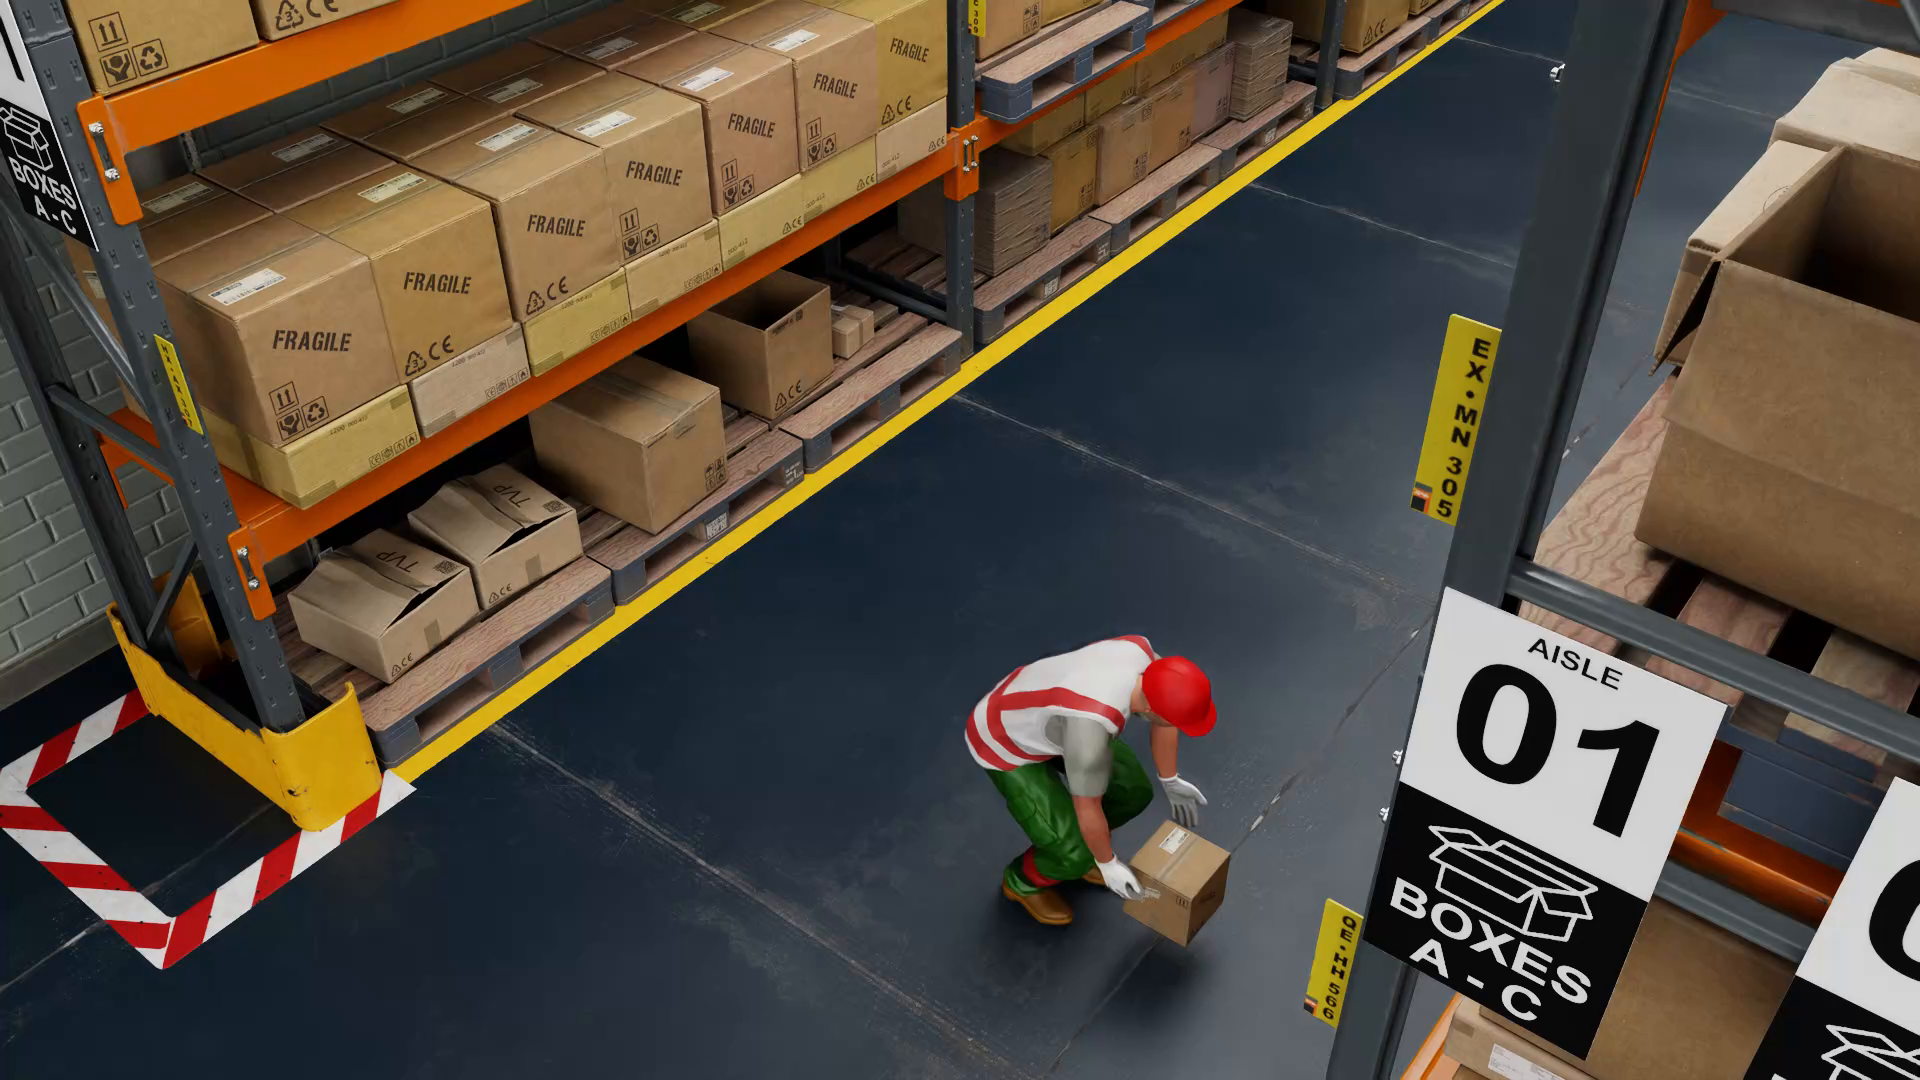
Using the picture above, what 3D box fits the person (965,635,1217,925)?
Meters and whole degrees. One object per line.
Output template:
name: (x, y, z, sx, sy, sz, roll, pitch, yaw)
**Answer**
person: (0.441, 0.761, 5.621, 0.833, 1.239, 0.585, 25, 45, 28)
